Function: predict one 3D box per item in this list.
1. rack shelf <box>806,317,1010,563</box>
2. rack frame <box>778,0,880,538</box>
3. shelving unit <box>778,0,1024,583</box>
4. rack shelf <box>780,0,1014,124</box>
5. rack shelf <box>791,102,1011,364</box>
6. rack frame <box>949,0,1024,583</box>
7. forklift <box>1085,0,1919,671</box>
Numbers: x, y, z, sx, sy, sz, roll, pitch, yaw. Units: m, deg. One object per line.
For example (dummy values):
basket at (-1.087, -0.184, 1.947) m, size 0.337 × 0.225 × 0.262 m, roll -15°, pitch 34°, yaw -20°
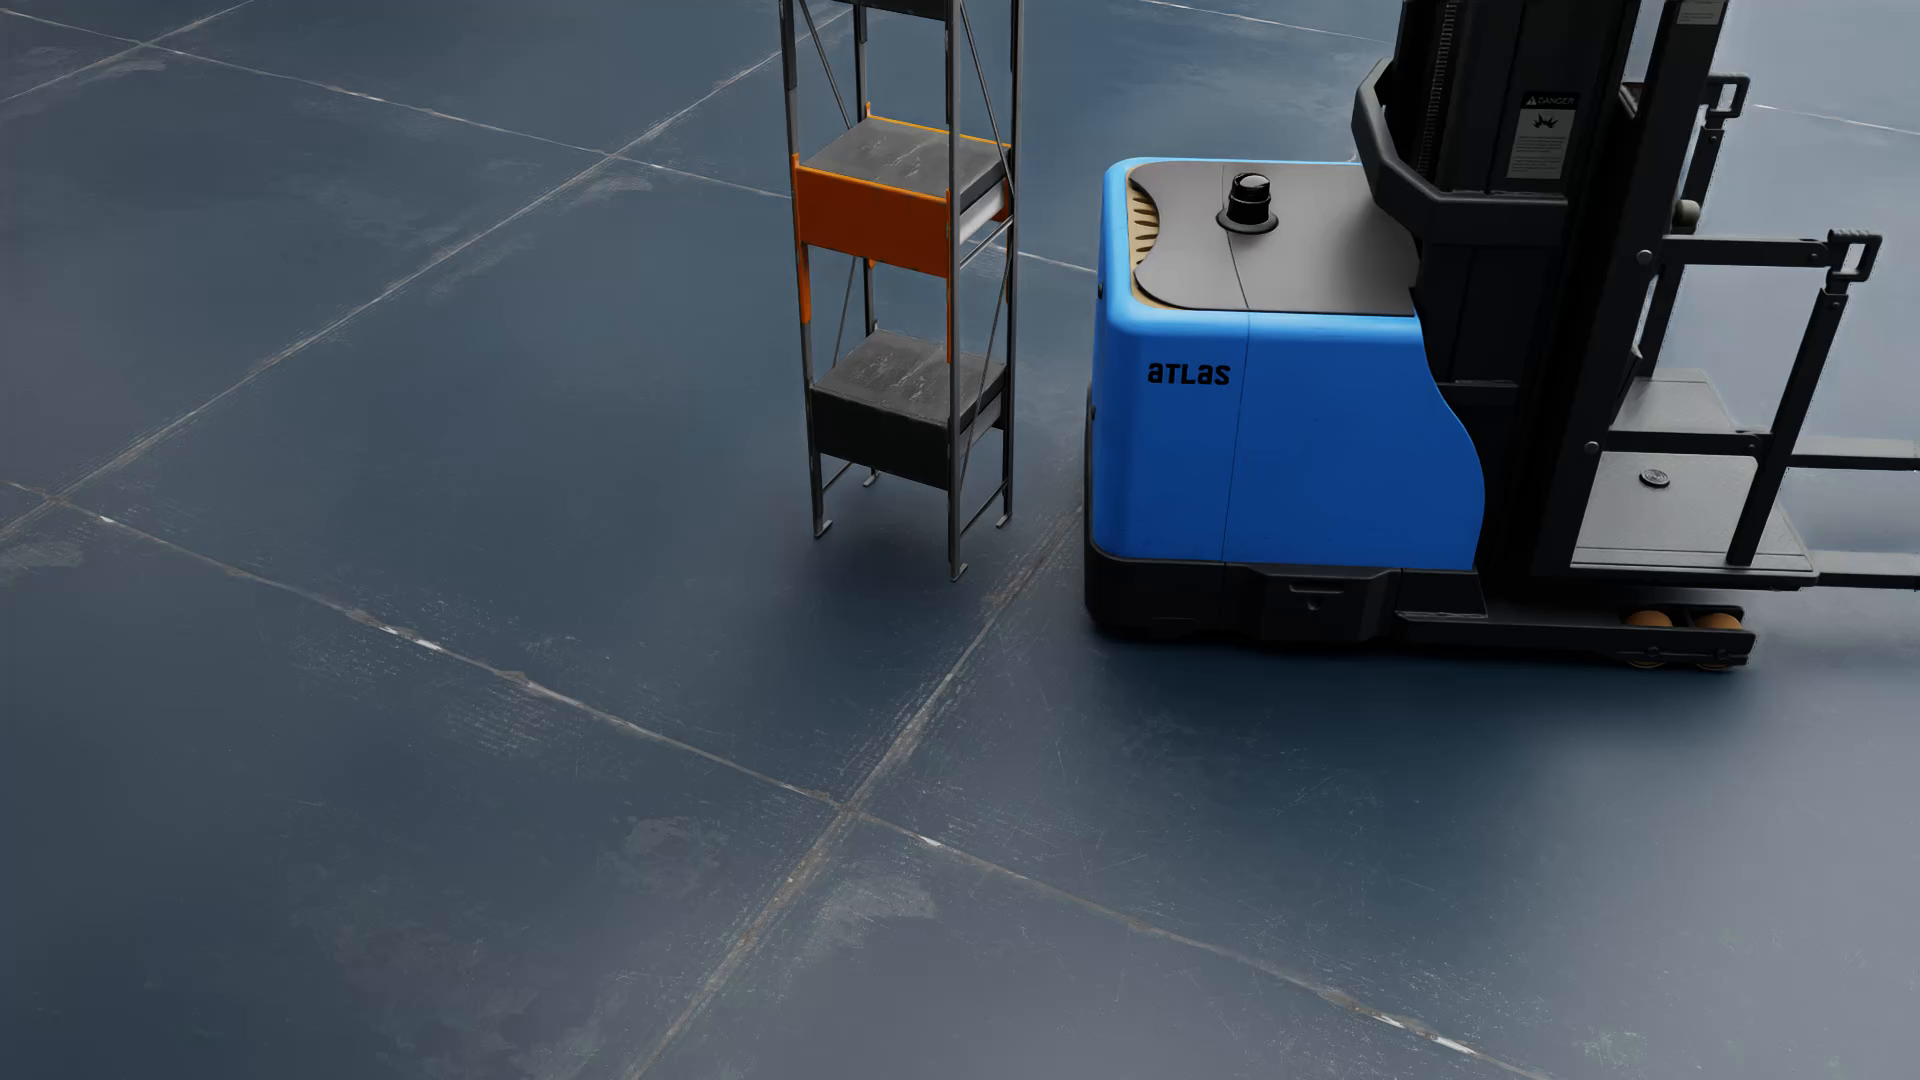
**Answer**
rack shelf at (-0.147, -0.314, 5.107) m, size 0.480 × 0.518 × 0.431 m, roll 17°, pitch 41°, yaw 21°
rack frame at (-0.364, -0.950, 4.765) m, size 0.015 × 2.100 × 0.400 m, roll 17°, pitch 41°, yaw 21°
shelving unit at (-0.147, -0.882, 4.676) m, size 0.503 × 2.100 × 0.431 m, roll 17°, pitch 41°, yaw 21°
rack shelf at (-0.147, -1.429, 4.261) m, size 0.480 × 0.518 × 0.431 m, roll 17°, pitch 41°, yaw 21°
rack shelf at (-0.147, -0.872, 4.684) m, size 0.480 × 0.518 × 0.431 m, roll 17°, pitch 41°, yaw 21°
rack frame at (0.070, -0.815, 4.586) m, size 0.015 × 2.100 × 0.400 m, roll 17°, pitch 41°, yaw 21°
forklift at (1.905, -1.127, 4.310) m, size 3.031 × 2.935 × 1.130 m, roll 2°, pitch 37°, yaw 3°
